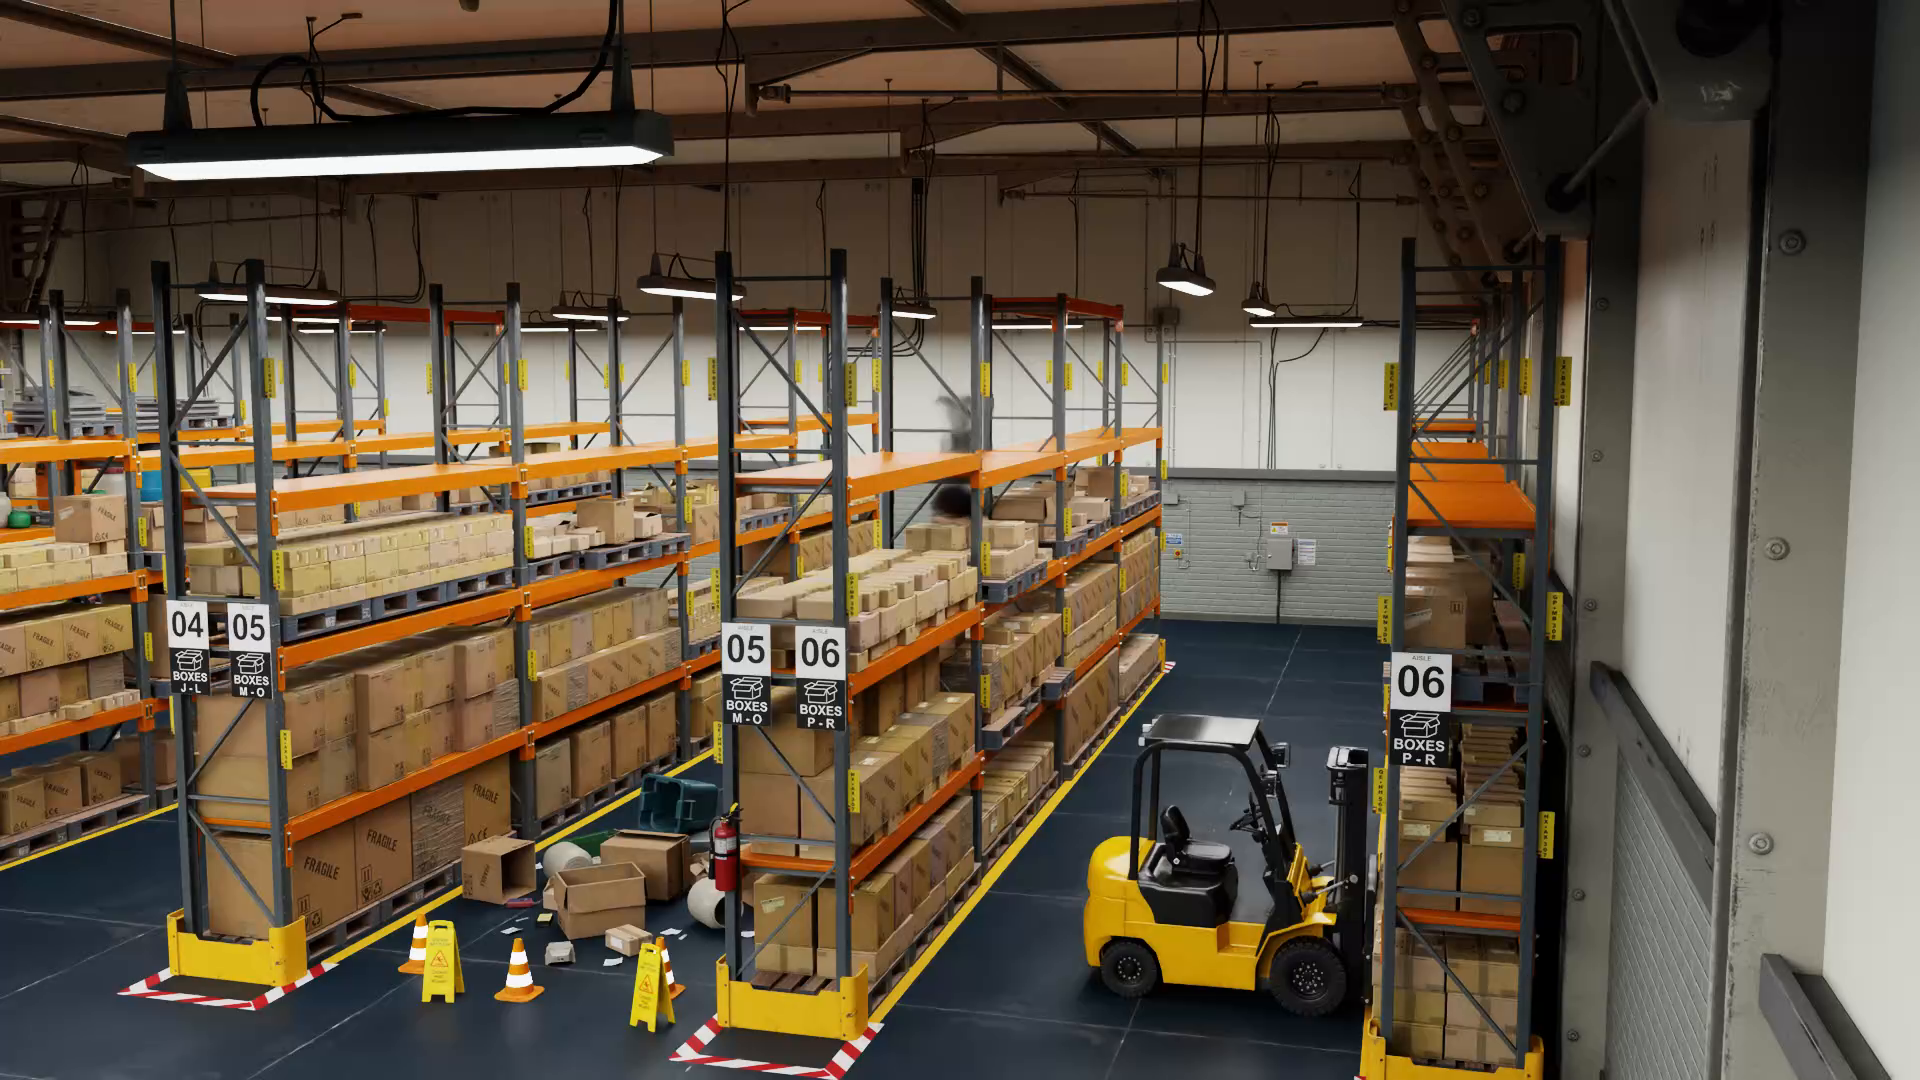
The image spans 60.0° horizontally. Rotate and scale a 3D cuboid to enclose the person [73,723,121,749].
[{"bbox_3d":[-11.587,2.047,22.215,0.602,1.625,1.003,1,6,11],"label":"person"}]
